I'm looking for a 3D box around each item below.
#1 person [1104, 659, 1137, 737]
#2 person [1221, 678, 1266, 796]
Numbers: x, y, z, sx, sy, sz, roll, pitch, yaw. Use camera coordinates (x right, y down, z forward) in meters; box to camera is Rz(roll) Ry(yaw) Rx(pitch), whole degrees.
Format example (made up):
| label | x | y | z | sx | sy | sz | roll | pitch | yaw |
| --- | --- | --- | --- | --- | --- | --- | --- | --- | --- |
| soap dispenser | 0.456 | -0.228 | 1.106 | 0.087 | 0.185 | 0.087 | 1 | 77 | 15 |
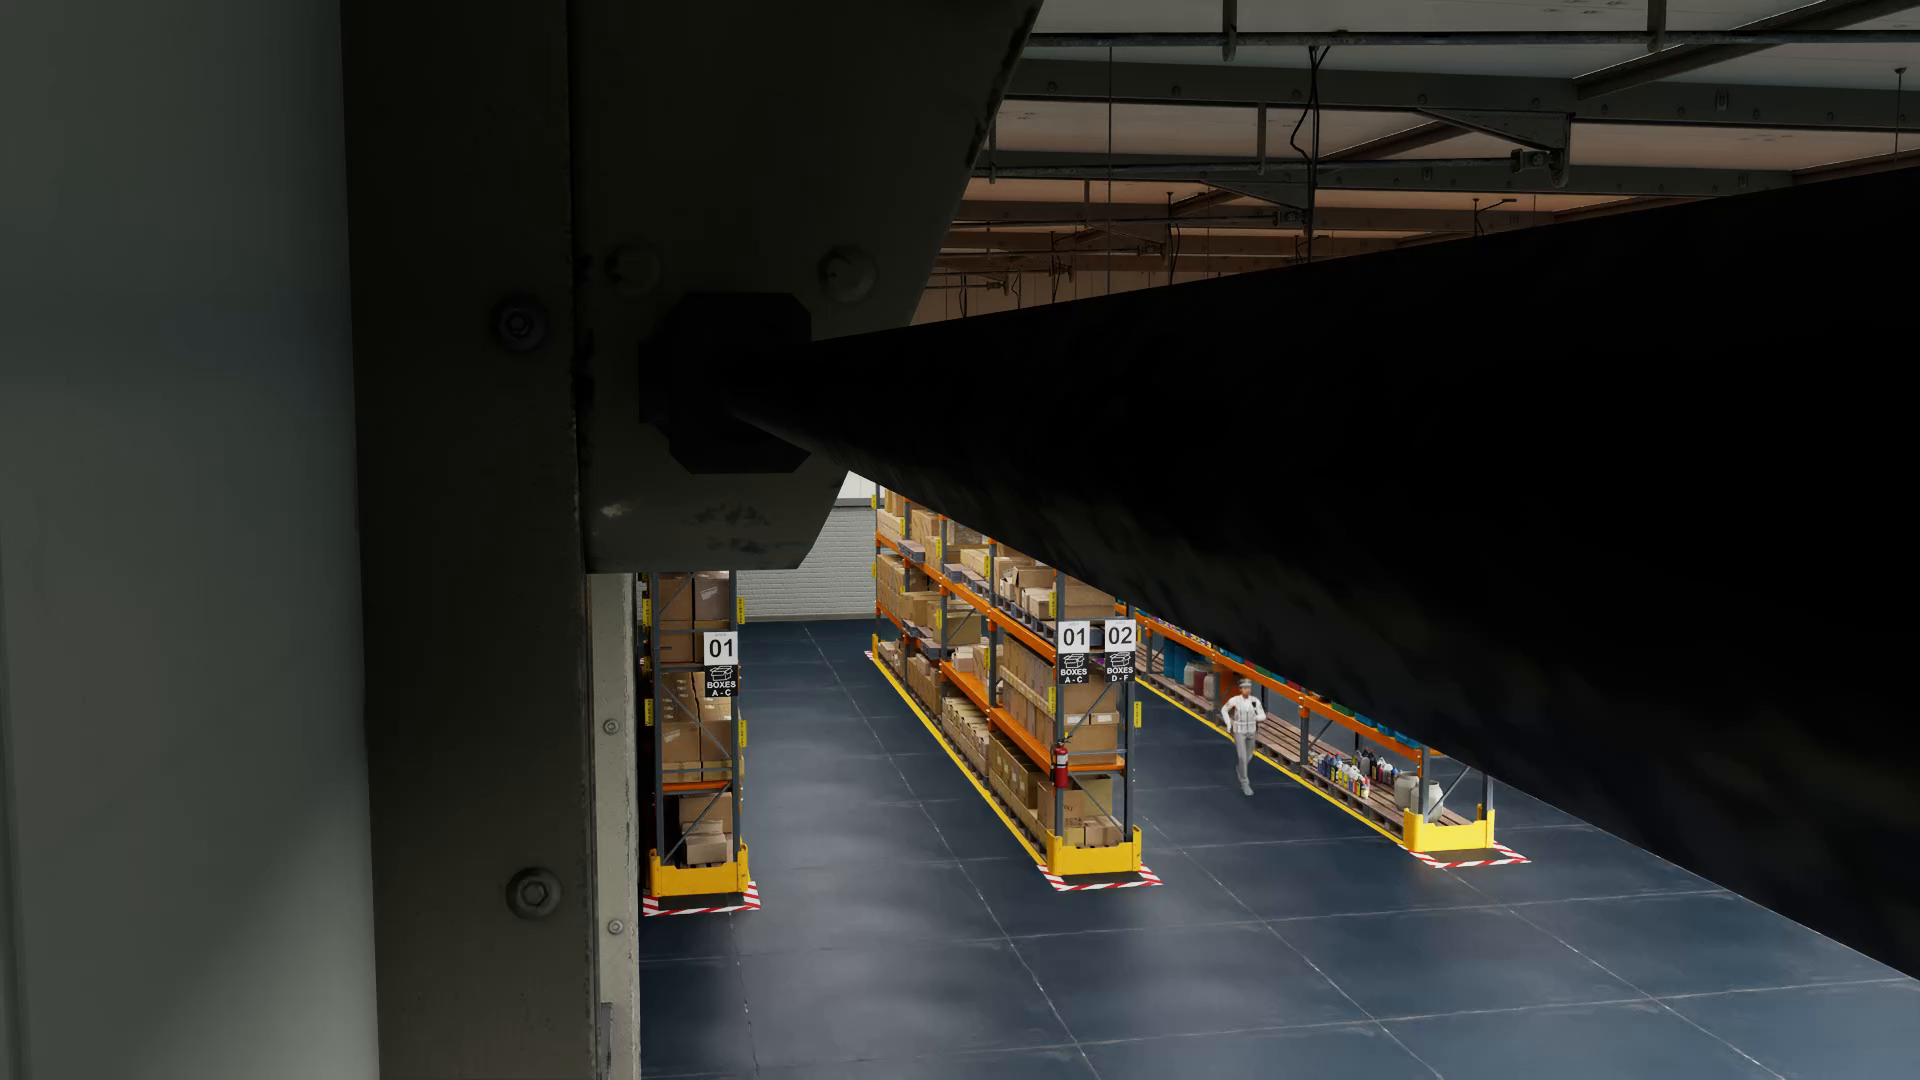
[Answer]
| label | x | y | z | sx | sy | sz | roll | pitch | yaw |
| --- | --- | --- | --- | --- | --- | --- | --- | --- | --- |
| person | 2.806 | 2.467 | 28.942 | 0.672 | 1.810 | 0.815 | -2 | 6 | -20 |
| person | 4.280 | 2.903 | 24.996 | 0.610 | 1.687 | 0.936 | -1 | 6 | -10 |
